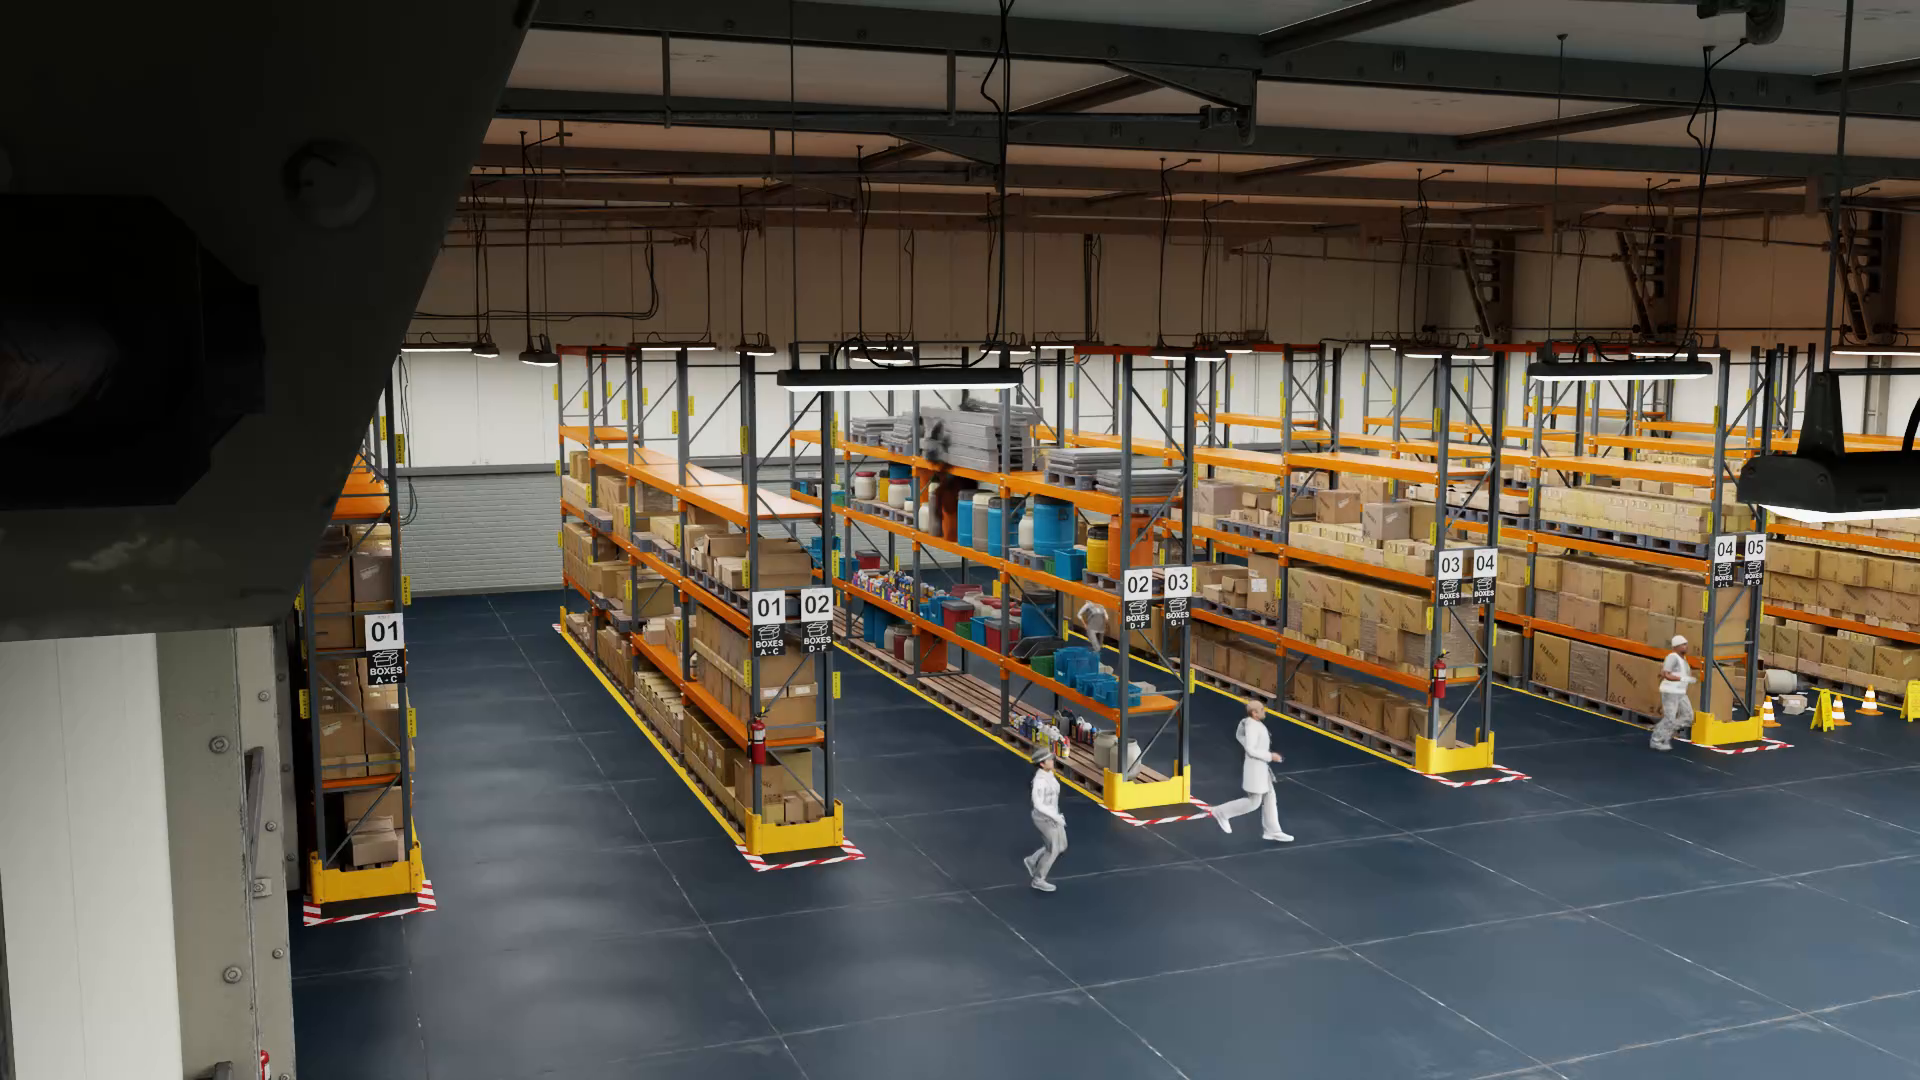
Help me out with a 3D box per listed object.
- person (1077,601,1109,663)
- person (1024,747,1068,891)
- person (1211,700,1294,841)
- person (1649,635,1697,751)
[{"bbox_3d":[2.431,1.640,30.400,0.543,1.506,0.766,-4,8,-28],"label":"person"},{"bbox_3d":[0.983,3.140,18.789,0.459,1.664,0.623,1,7,11],"label":"person"},{"bbox_3d":[3.628,2.849,20.540,1.009,1.766,0.713,2,7,12],"label":"person"},{"bbox_3d":[10.786,2.304,24.955,0.687,1.751,0.639,-7,10,-43],"label":"person"}]
